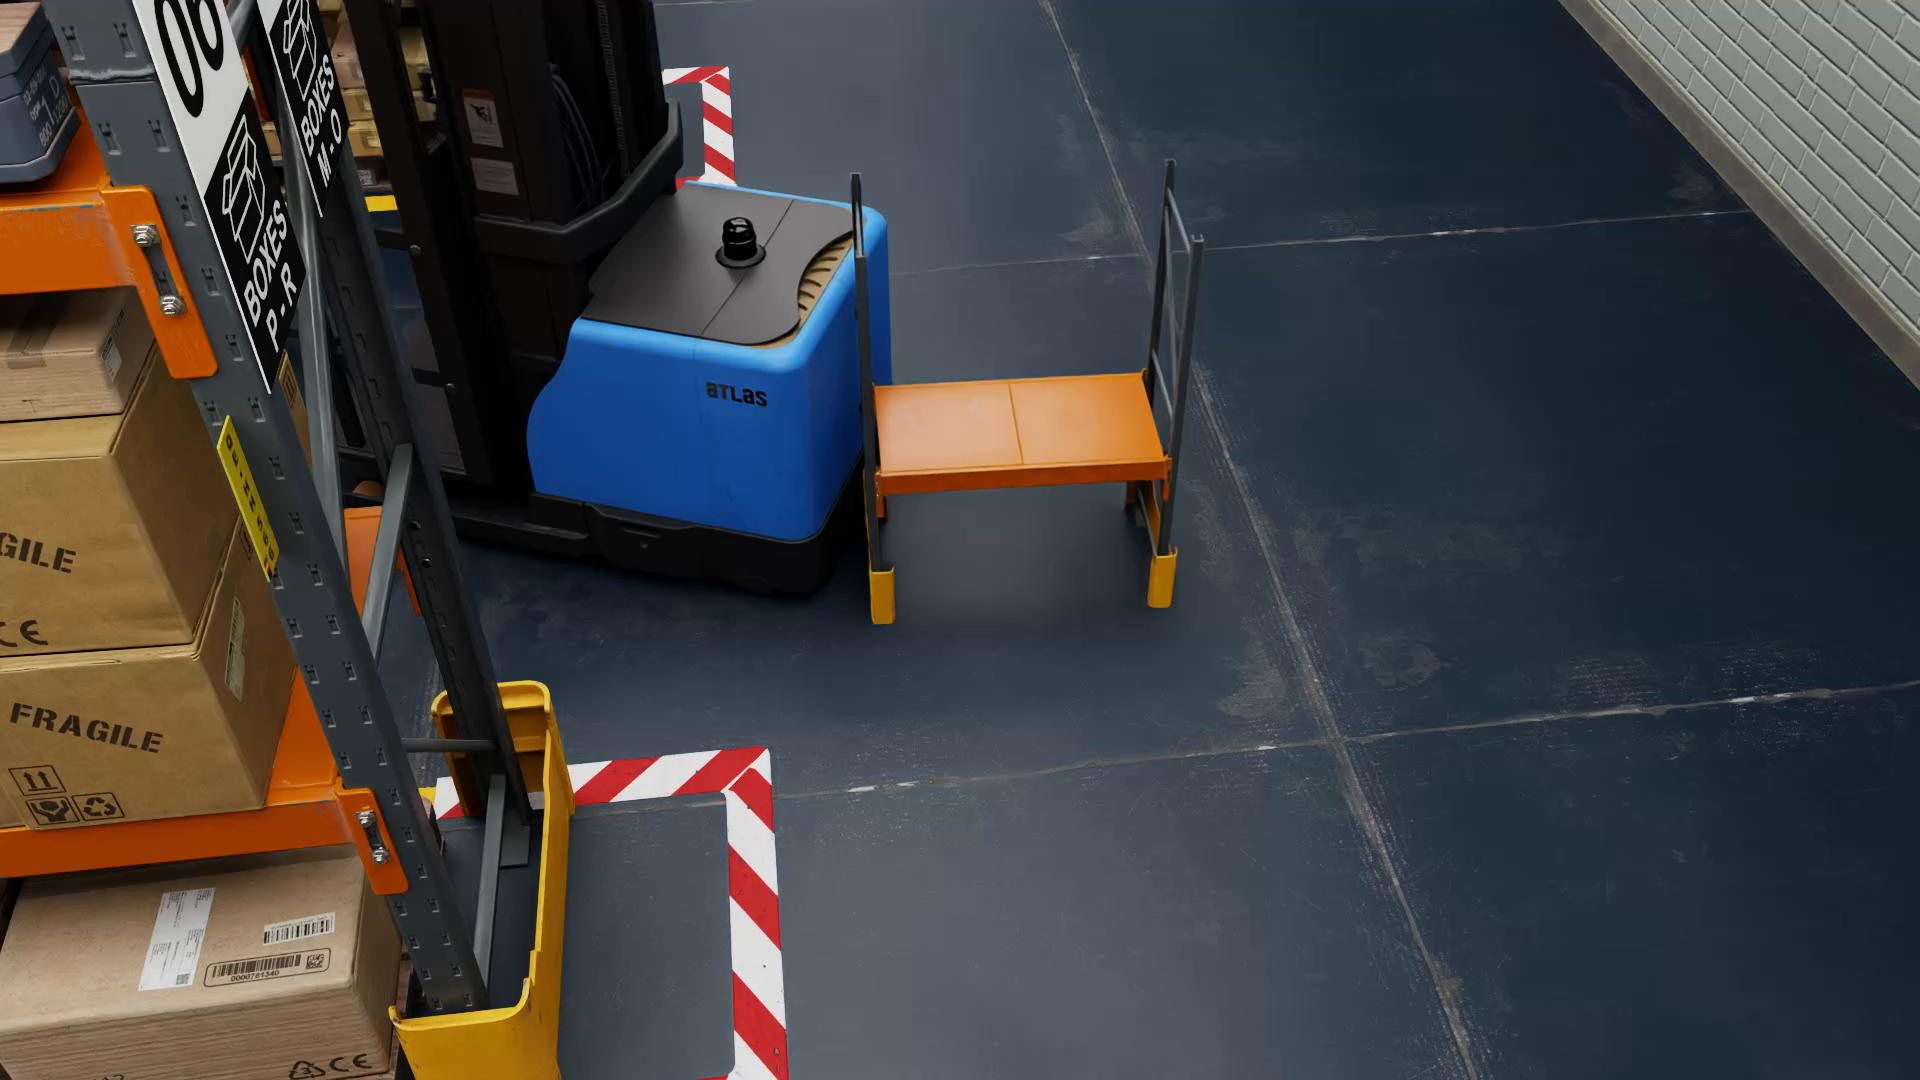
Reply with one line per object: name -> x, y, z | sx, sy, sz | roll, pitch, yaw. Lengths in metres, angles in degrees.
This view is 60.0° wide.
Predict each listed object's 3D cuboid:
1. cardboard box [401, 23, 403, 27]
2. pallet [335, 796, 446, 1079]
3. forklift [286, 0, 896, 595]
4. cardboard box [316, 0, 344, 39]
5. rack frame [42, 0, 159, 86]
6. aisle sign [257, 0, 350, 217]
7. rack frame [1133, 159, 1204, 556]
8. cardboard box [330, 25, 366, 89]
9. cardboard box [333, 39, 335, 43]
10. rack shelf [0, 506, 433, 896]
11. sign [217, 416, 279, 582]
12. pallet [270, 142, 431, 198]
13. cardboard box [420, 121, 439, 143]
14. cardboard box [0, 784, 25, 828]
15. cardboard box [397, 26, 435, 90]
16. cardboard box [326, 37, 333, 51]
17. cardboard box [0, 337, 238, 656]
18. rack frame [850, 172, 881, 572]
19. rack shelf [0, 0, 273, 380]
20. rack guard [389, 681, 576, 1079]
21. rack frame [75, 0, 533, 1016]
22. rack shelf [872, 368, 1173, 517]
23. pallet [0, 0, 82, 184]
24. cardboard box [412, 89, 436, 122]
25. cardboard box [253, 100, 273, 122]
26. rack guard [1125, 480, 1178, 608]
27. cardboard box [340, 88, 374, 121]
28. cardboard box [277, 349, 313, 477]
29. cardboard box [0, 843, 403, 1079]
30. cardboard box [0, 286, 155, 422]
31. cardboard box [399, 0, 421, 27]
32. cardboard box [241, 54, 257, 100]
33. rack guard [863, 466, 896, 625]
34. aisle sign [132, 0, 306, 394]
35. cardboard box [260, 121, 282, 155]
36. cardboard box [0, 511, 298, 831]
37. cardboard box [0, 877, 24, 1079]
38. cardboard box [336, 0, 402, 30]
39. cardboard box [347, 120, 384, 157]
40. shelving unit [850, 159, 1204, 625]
cardboard box -> -2.933, -2.542, 8.422 | 0.250, 0.149, 0.380 | -5, 42, -6
pallet -> -2.142, 1.240, 4.718 | 1.213, 0.211, 1.003 | -5, 42, -6
forklift -> -1.823, -1.441, 5.659 | 3.031, 2.935, 1.130 | 11, 43, 12
cardboard box -> -3.189, -2.653, 8.323 | 0.250, 0.149, 0.380 | -5, 42, -6
rack frame -> -1.359, -2.145, 1.909 | 0.127, 3.000, 1.000 | -5, 42, -6
aisle sign -> -1.326, -1.081, 3.268 | 0.004, 0.787, 0.394 | -5, 42, -6
rack frame -> 0.699, -0.508, 5.693 | 0.032, 1.500, 0.500 | -3, 42, -4
cardboard box -> -2.850, -2.316, 7.949 | 0.250, 0.149, 0.380 | -4, 42, -5
cardboard box -> -3.164, -2.462, 8.333 | 0.250, 0.149, 0.380 | -4, 42, -5
rack shelf -> -3.343, 0.524, 3.967 | 4.000, 0.370, 1.077 | -5, 42, -6
sign -> -1.303, -0.073, 3.050 | 0.005, 0.325, 0.100 | -5, 42, -6
pallet -> -2.987, -2.106, 8.428 | 1.213, 0.211, 1.003 | -5, 42, -6
cardboard box -> -2.596, -2.109, 8.163 | 0.250, 0.149, 0.380 | -4, 42, -5
cardboard box -> -2.303, 0.297, 3.606 | 0.500, 0.500, 0.500 | -6, 42, -6
cardboard box -> -2.594, -2.300, 7.931 | 0.250, 0.149, 0.380 | -5, 42, -5
cardboard box -> -3.090, -2.209, 7.830 | 0.250, 0.149, 0.380 | -6, 42, -6
cardboard box -> -1.807, -0.125, 3.328 | 0.500, 0.500, 0.500 | -4, 42, -4
rack frame -> -0.314, -0.450, 5.629 | 0.032, 1.500, 0.500 | -3, 42, -4
rack shelf -> -3.343, -0.590, 2.962 | 4.000, 0.370, 1.077 | -5, 42, -6
rack guard -> -1.336, 1.009, 4.758 | 0.348, 0.500, 1.175 | -5, 42, -6
rack frame -> -1.359, 0.083, 3.918 | 0.127, 3.000, 1.000 | -5, 42, -6
rack shelf -> 0.193, -0.345, 5.782 | 1.000, 0.185, 0.538 | -3, 42, -4
pallet -> -2.094, -0.926, 2.864 | 1.213, 0.211, 1.003 | -5, 42, -6
cardboard box -> -2.588, -2.168, 8.007 | 0.250, 0.149, 0.380 | -6, 42, -7
cardboard box -> -3.383, -2.167, 8.005 | 0.250, 0.149, 0.380 | -5, 42, -6
rack guard -> 0.698, -0.044, 6.112 | 0.087, 0.250, 0.587 | -3, 42, -4
cardboard box -> -2.854, -2.181, 8.021 | 0.250, 0.149, 0.380 | -6, 42, -7
cardboard box -> -1.873, -0.103, 4.050 | 0.500, 0.500, 0.500 | -5, 42, -6
cardboard box -> -2.001, 1.002, 4.499 | 0.875, 0.438, 0.875 | -6, 42, -7
cardboard box -> -1.689, -0.402, 3.151 | 0.250, 0.149, 0.380 | -4, 42, -5
cardboard box -> -2.665, -2.694, 8.368 | 0.250, 0.149, 0.380 | -7, 42, -7
cardboard box -> -3.355, -2.229, 7.852 | 0.250, 0.149, 0.380 | -7, 42, -7
rack guard -> -0.294, 0.013, 6.049 | 0.087, 0.250, 0.587 | -3, 42, -4
aisle sign -> -1.248, -0.683, 2.826 | 0.004, 0.787, 0.394 | -5, 42, -6
cardboard box -> -3.354, -2.023, 8.068 | 0.250, 0.149, 0.380 | -5, 42, -5
cardboard box -> -1.803, 0.264, 3.643 | 0.500, 0.500, 0.500 | -5, 42, -5
cardboard box -> -2.907, 1.087, 4.404 | 0.875, 0.438, 0.875 | -4, 42, -4
cardboard box -> -2.923, -2.590, 8.253 | 0.250, 0.149, 0.380 | -4, 42, -5
cardboard box -> -2.838, -2.019, 8.064 | 0.250, 0.149, 0.380 | -4, 42, -4
shelving unit -> 0.202, -0.479, 5.662 | 1.083, 1.500, 0.587 | -3, 42, -4
